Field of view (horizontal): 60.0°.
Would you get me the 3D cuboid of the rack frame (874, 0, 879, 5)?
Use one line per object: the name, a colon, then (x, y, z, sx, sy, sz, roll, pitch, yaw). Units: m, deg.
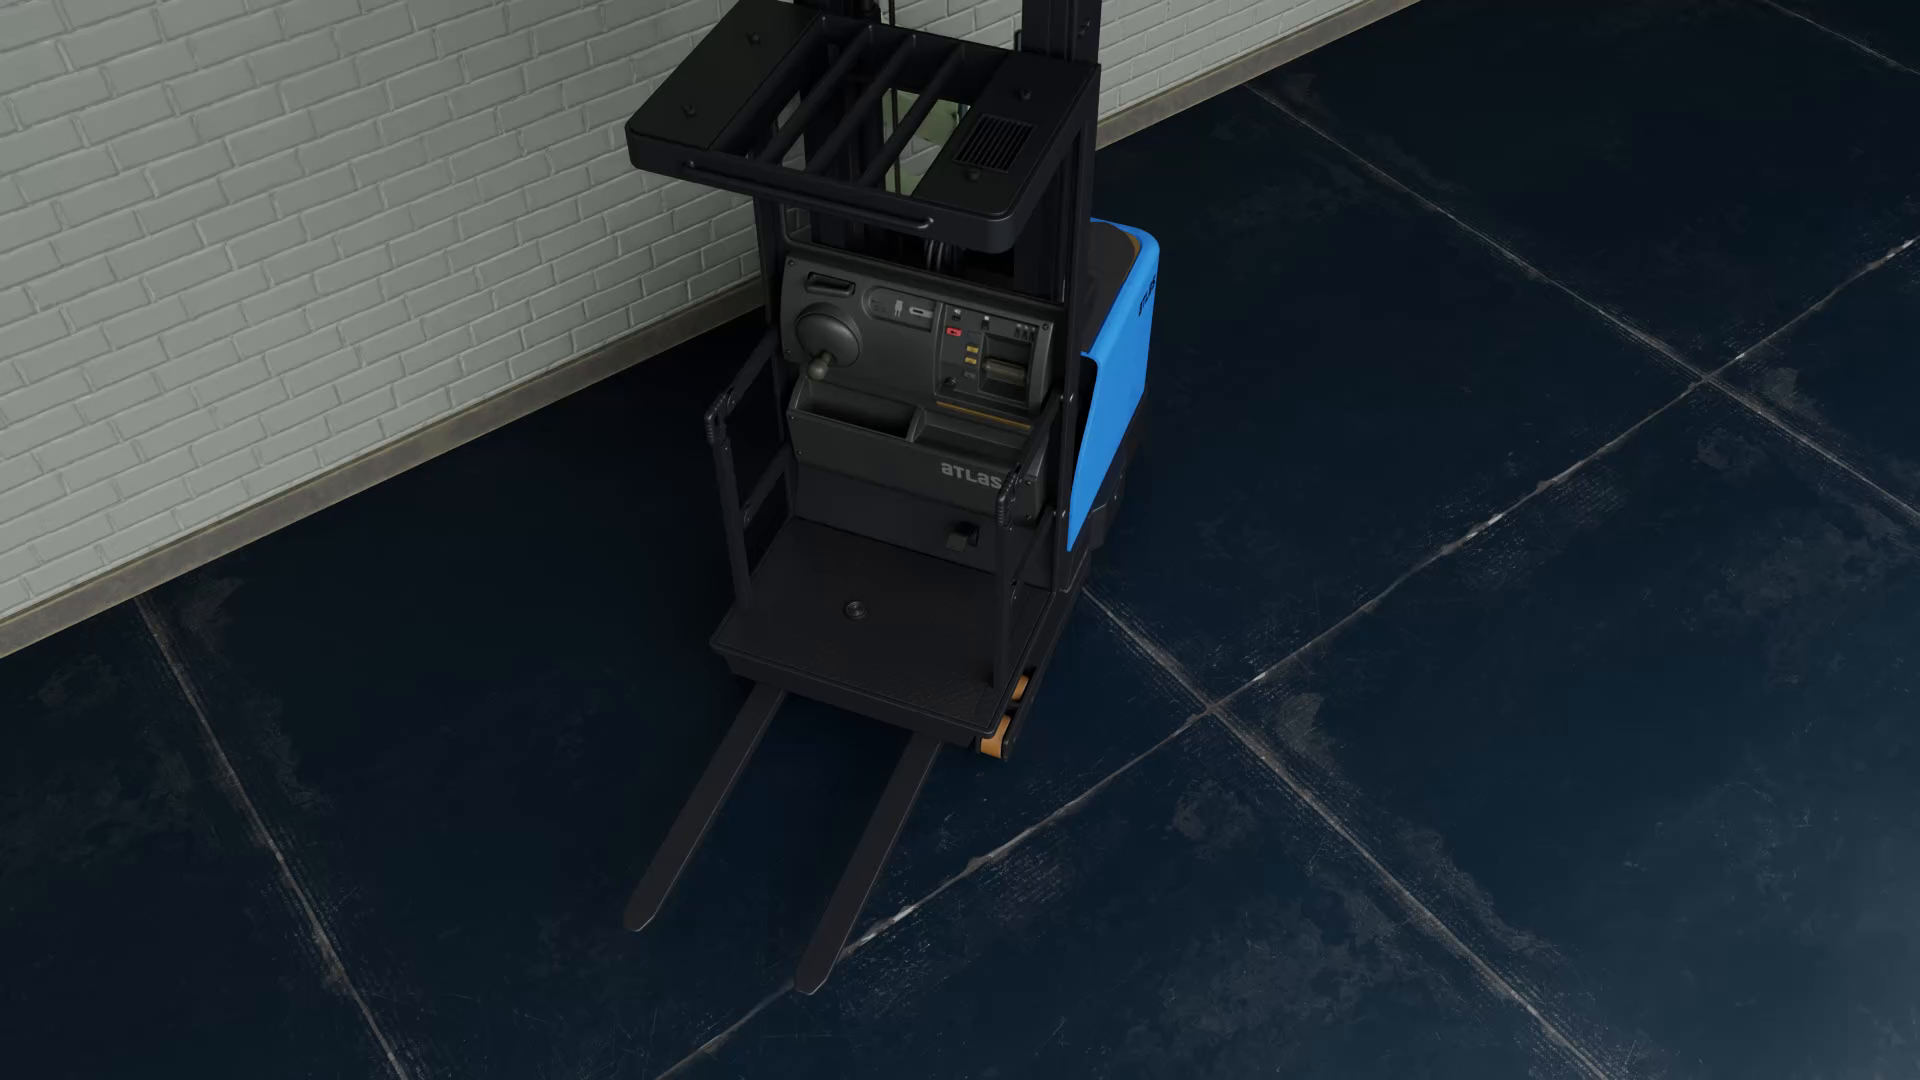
rack frame: (-0.465, -1.711, 7.288, 0.023, 1.500, 0.400, 29, 54, 24)

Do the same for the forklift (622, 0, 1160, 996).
forklift: (-0.225, -0.554, 5.273, 1.130, 2.935, 3.031, 16, 50, 14)

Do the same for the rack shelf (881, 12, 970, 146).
rack shelf: (-0.172, -1.811, 6.852, 0.720, 0.370, 0.431, 29, 54, 24)

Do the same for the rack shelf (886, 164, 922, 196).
rack shelf: (-0.172, -1.330, 7.382, 0.720, 0.370, 0.431, 29, 54, 24)

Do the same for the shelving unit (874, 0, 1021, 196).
shelving unit: (-0.172, -1.549, 7.141, 0.755, 1.500, 0.431, 29, 54, 24)

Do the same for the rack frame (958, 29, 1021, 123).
rack frame: (0.122, -1.387, 6.994, 0.023, 1.500, 0.400, 29, 54, 24)
